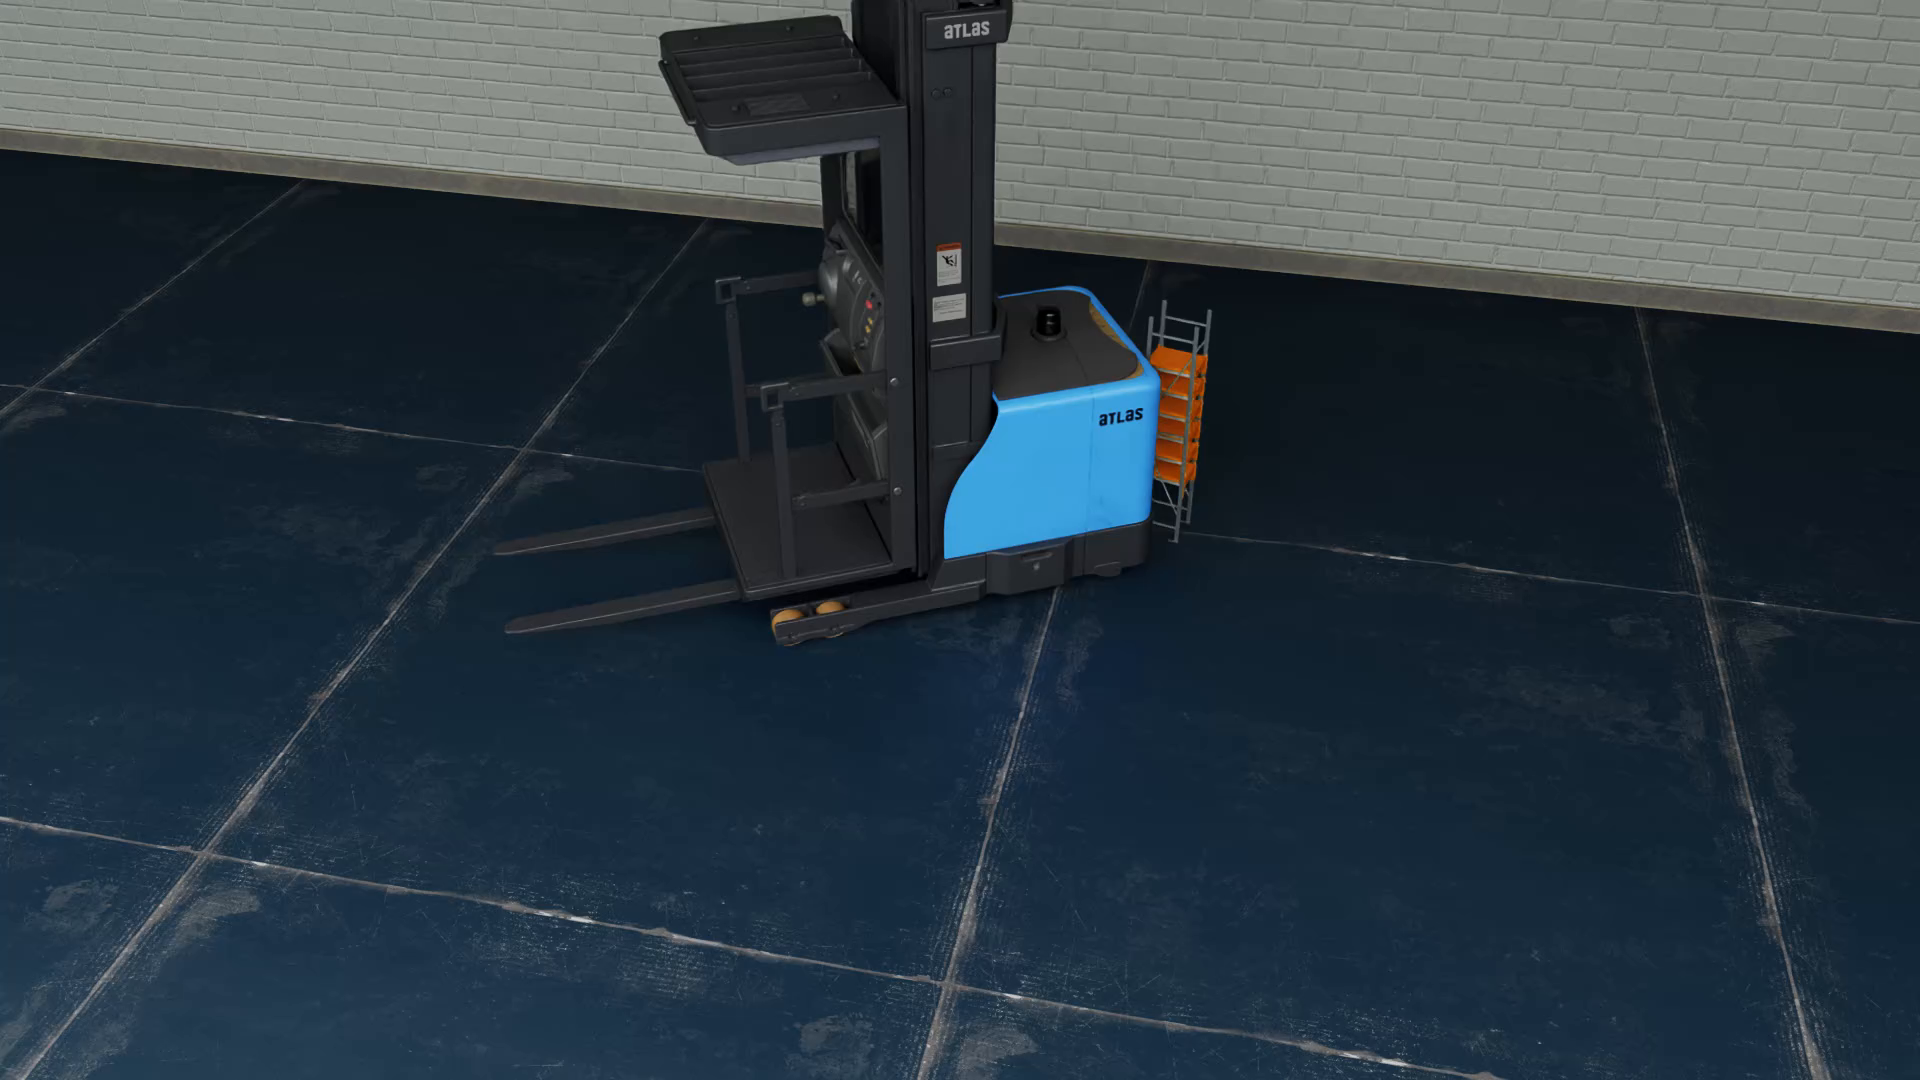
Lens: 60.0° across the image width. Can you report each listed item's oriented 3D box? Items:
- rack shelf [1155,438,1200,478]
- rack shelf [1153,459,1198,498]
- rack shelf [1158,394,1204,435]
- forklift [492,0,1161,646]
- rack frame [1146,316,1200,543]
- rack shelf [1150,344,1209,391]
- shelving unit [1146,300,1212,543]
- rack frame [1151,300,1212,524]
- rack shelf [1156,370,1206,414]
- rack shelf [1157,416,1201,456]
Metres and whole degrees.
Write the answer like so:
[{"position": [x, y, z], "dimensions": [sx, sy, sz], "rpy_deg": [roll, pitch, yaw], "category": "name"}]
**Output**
[{"position": [1.011, -0.419, 8.084], "dimensions": [0.258, 0.103, 0.180], "rpy_deg": [16, 38, 20], "category": "rack shelf"}, {"position": [1.010, -0.321, 8.153], "dimensions": [0.258, 0.103, 0.180], "rpy_deg": [16, 38, 20], "category": "rack shelf"}, {"position": [1.012, -0.614, 7.944], "dimensions": [0.258, 0.103, 0.180], "rpy_deg": [16, 38, 20], "category": "rack shelf"}, {"position": [-0.656, -1.053, 7.205], "dimensions": [3.031, 2.935, 1.130], "rpy_deg": [-11, 37, -14], "category": "forklift"}, {"position": [0.973, -0.505, 7.921], "dimensions": [0.240, 1.200, 0.006], "rpy_deg": [16, 38, 20], "category": "rack frame"}, {"position": [1.013, -0.810, 7.805], "dimensions": [0.258, 0.103, 0.180], "rpy_deg": [16, 38, 20], "category": "rack shelf"}, {"position": [1.012, -0.553, 7.988], "dimensions": [0.258, 1.200, 0.189], "rpy_deg": [16, 38, 20], "category": "shelving unit"}, {"position": [1.051, -0.601, 8.056], "dimensions": [0.240, 1.200, 0.006], "rpy_deg": [16, 38, 20], "category": "rack frame"}, {"position": [1.013, -0.712, 7.875], "dimensions": [0.258, 0.103, 0.180], "rpy_deg": [16, 38, 20], "category": "rack shelf"}, {"position": [1.011, -0.517, 8.014], "dimensions": [0.258, 0.103, 0.180], "rpy_deg": [16, 38, 20], "category": "rack shelf"}]
